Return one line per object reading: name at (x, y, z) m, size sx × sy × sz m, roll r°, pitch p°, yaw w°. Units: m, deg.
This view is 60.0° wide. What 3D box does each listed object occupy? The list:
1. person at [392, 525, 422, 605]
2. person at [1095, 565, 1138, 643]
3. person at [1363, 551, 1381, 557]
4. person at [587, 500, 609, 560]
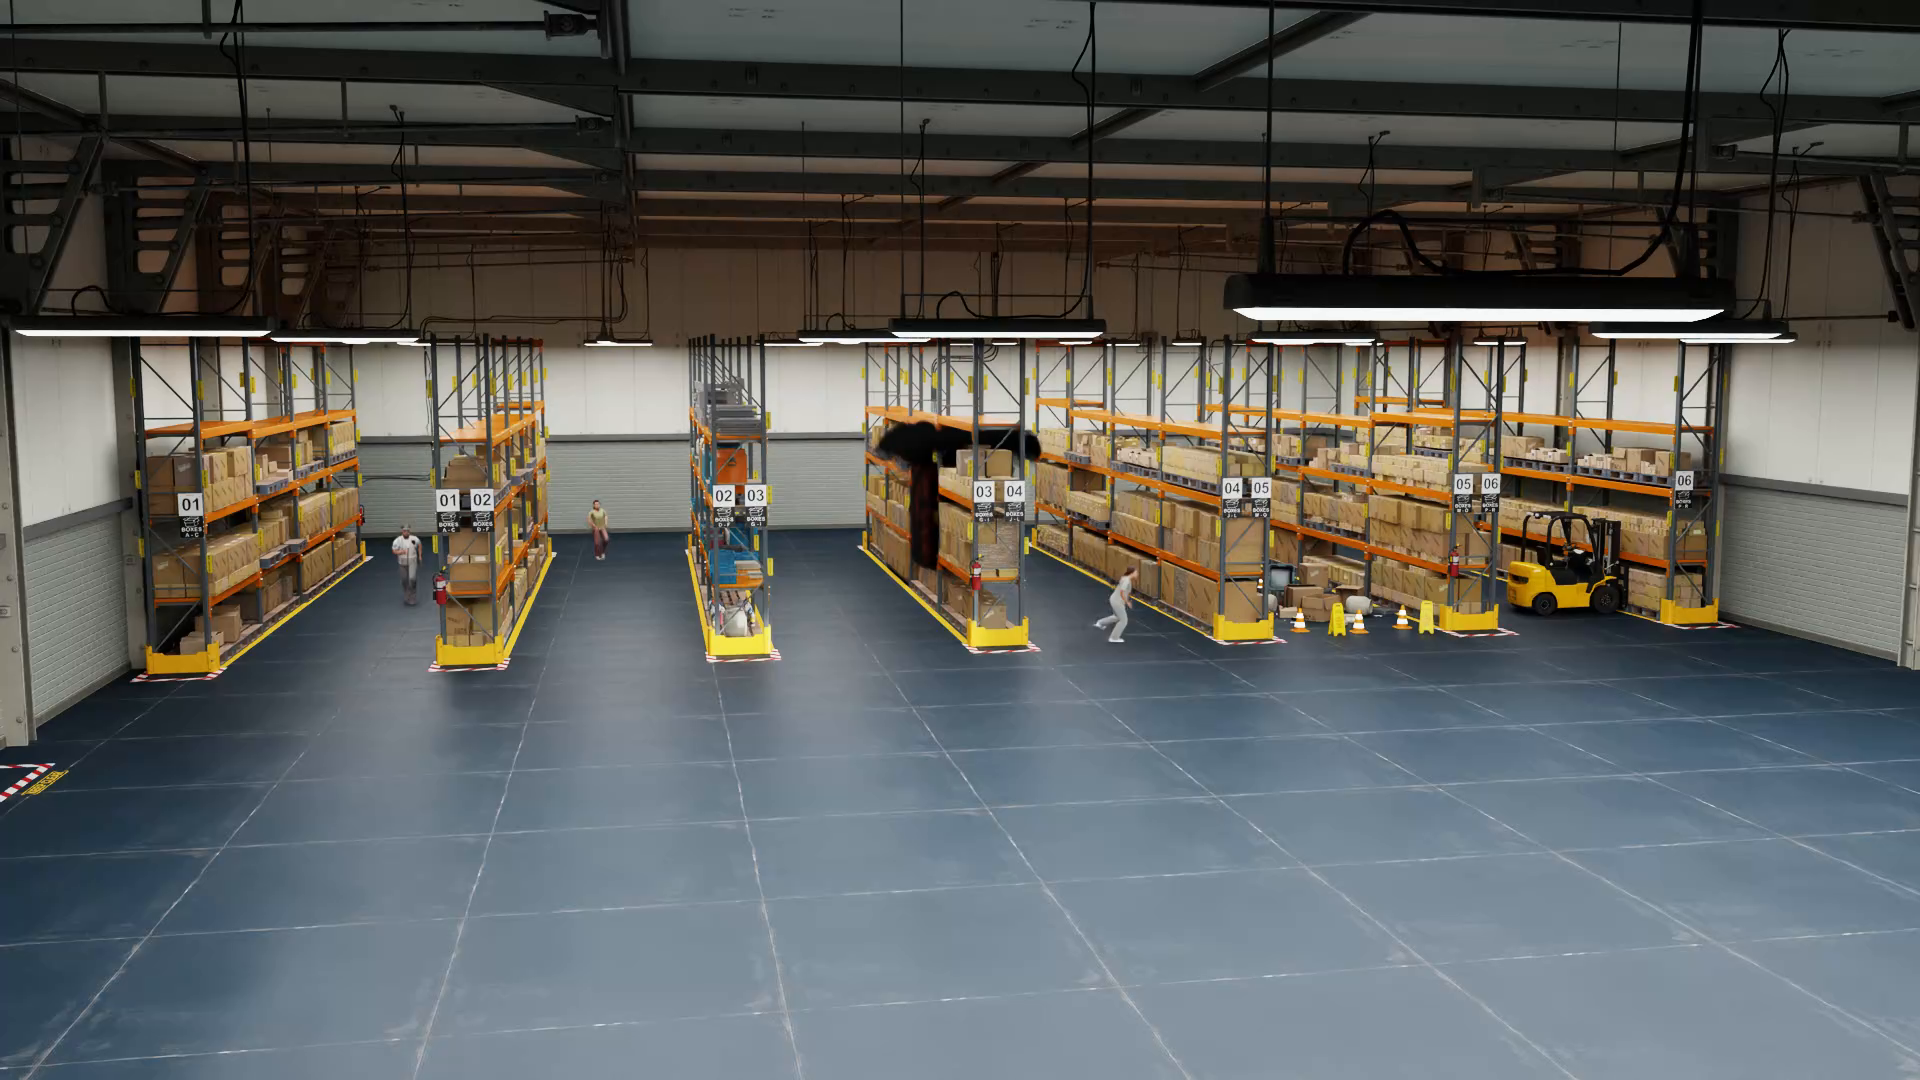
person at (-12.471, 0.557, 37.519) m, size 0.612 × 1.844 × 0.876 m, roll -2°, pitch 7°, yaw -14°
person at (3.048, 1.241, 32.402) m, size 0.815 × 1.536 × 0.600 m, roll 0°, pitch 7°, yaw 1°
person at (10.783, -0.032, 43.317) m, size 0.574 × 1.631 × 0.956 m, roll -2°, pitch 7°, yaw -20°
person at (-9.809, -0.268, 45.171) m, size 0.591 × 1.628 × 0.621 m, roll -4°, pitch 7°, yaw -29°
